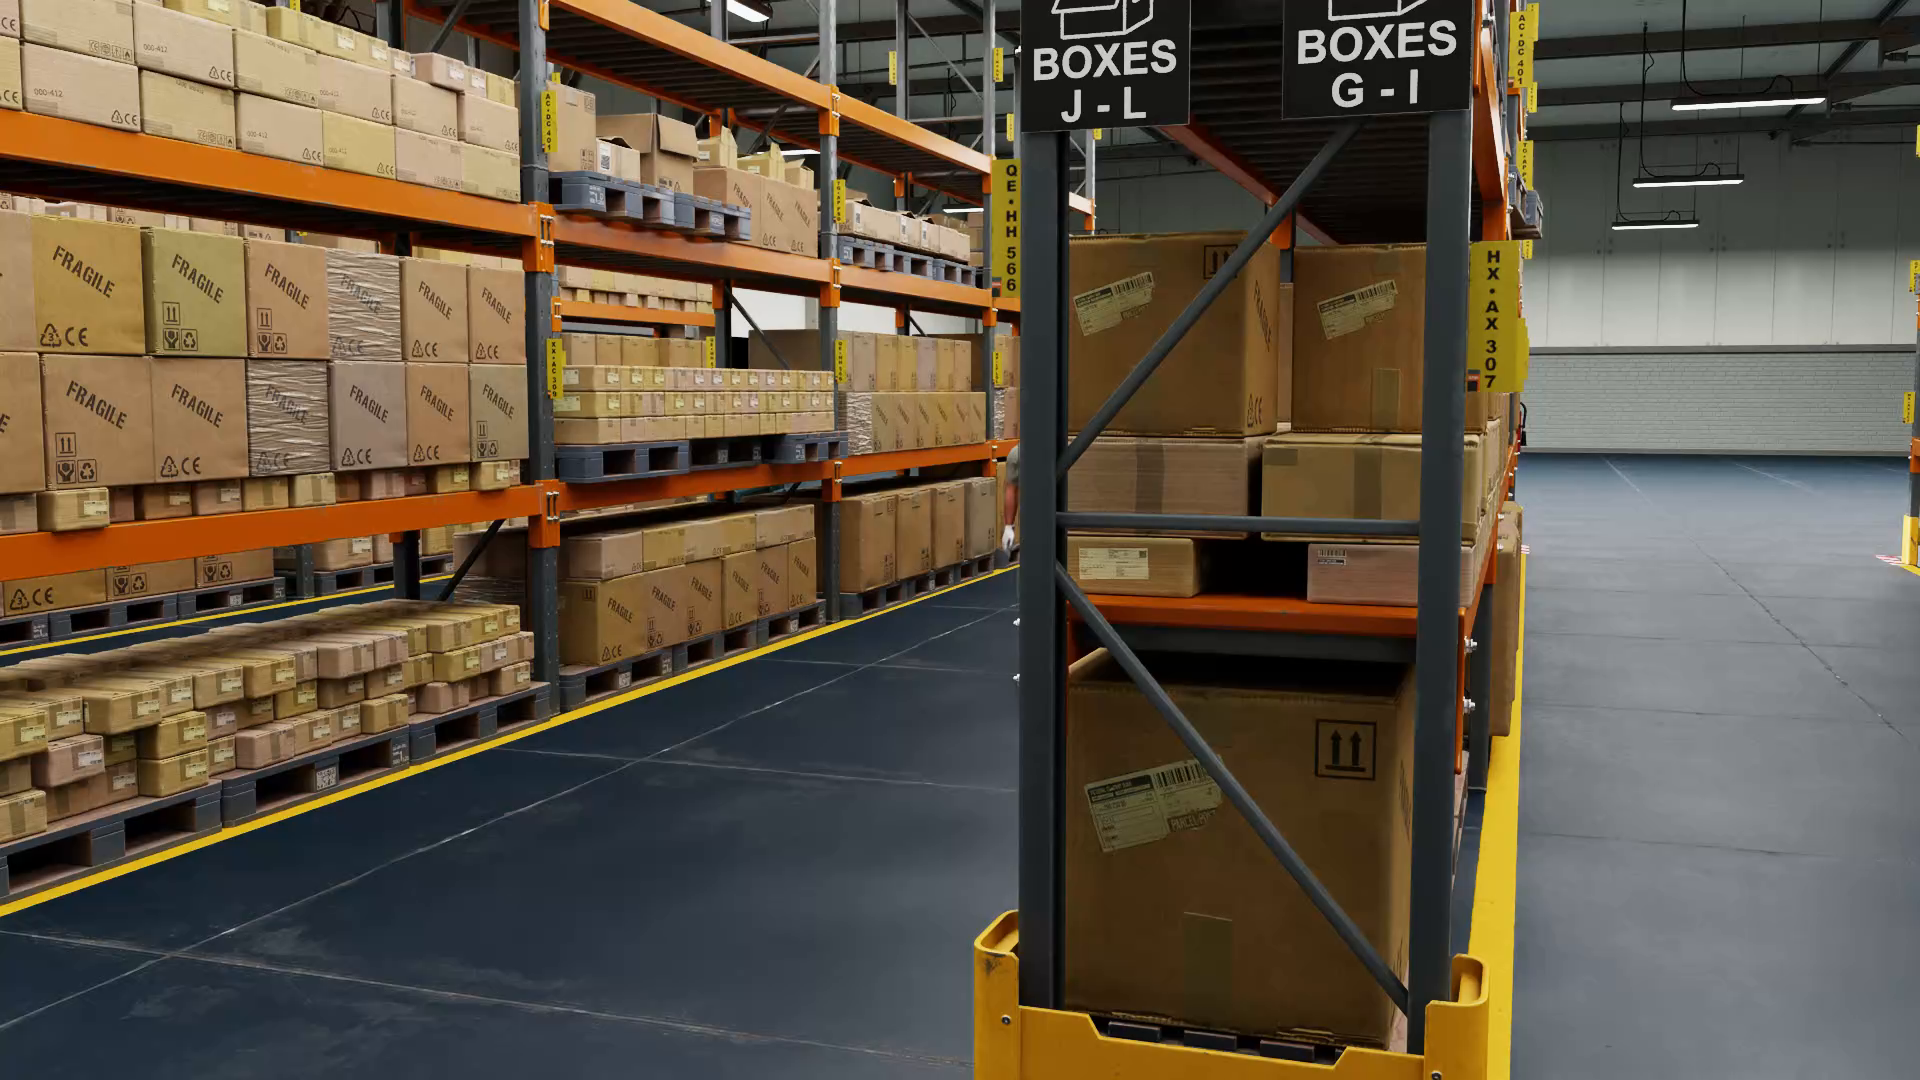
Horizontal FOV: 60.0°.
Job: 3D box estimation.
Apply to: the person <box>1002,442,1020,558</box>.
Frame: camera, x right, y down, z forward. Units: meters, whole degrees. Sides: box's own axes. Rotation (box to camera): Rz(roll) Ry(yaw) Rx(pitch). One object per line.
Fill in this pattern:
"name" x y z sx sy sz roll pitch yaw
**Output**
"person" 0.584 -0.071 11.115 0.612 1.781 0.577 0 5 -2
